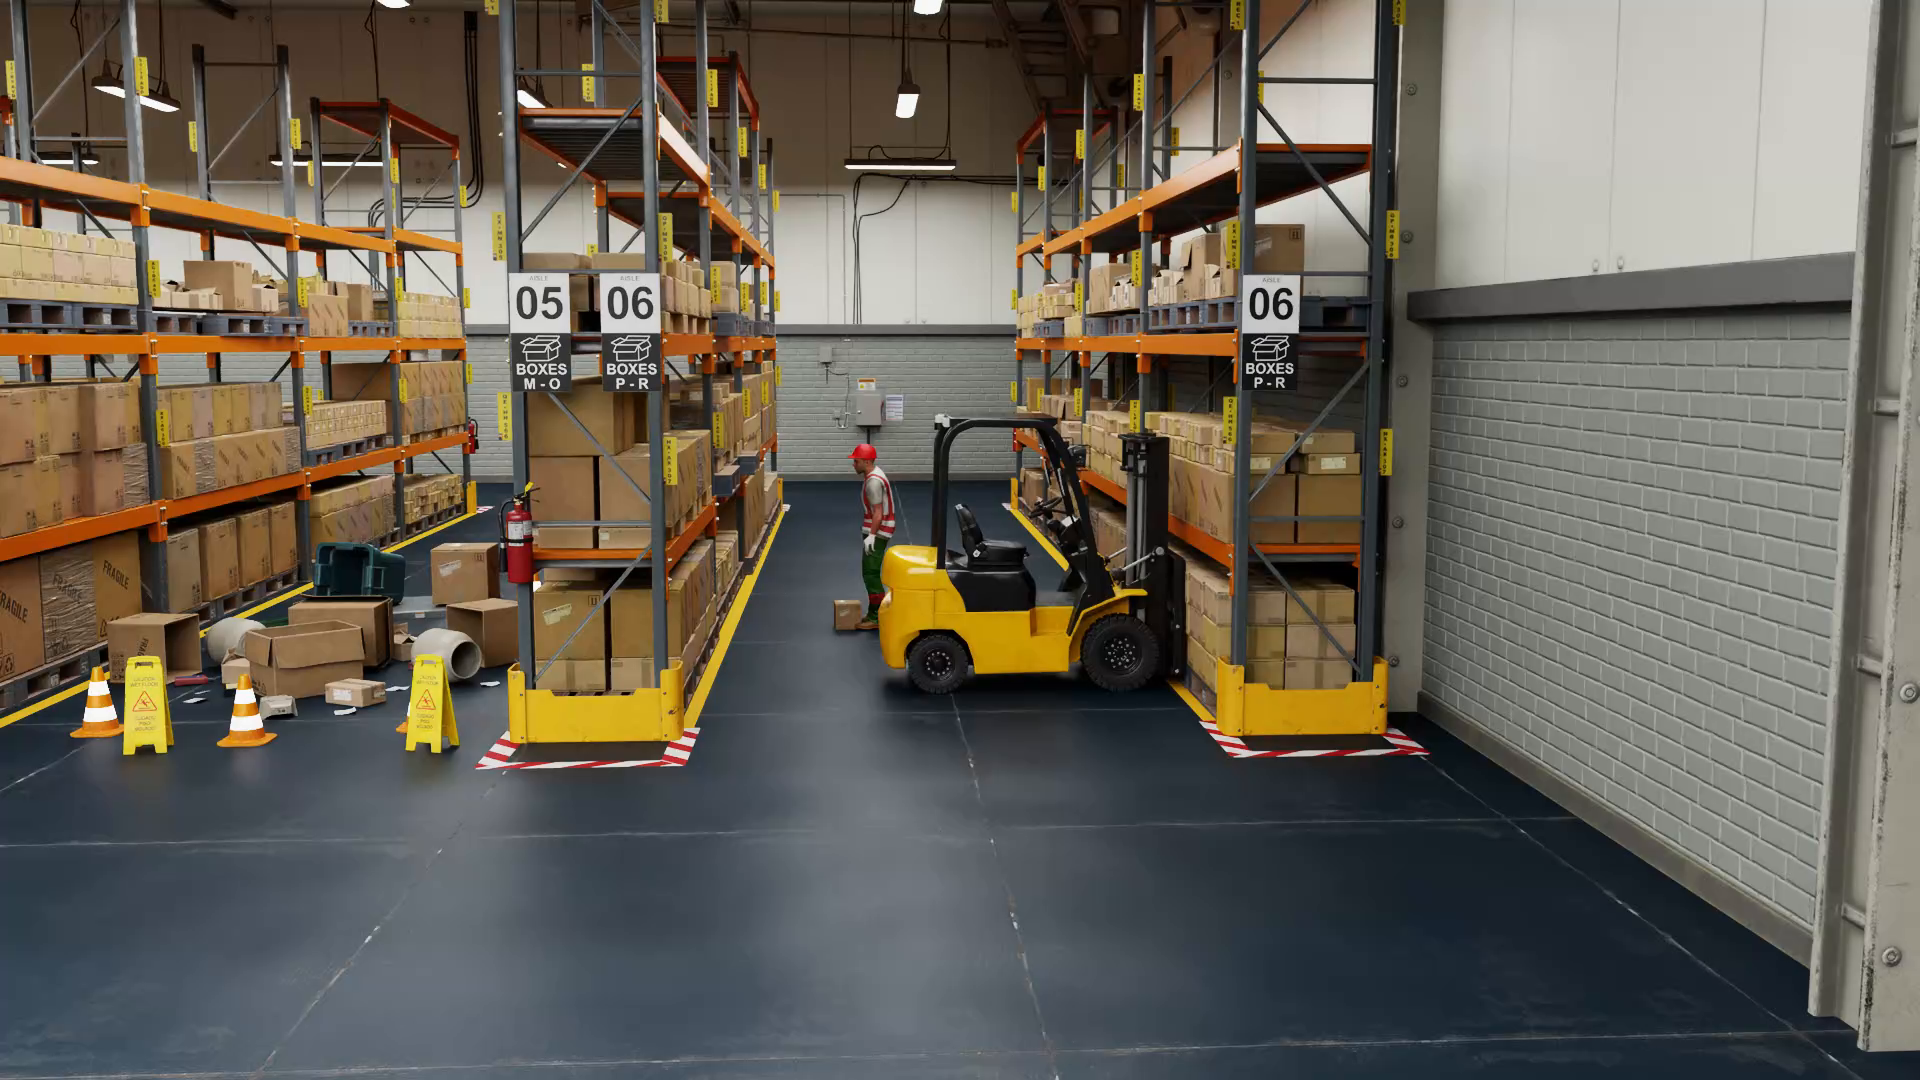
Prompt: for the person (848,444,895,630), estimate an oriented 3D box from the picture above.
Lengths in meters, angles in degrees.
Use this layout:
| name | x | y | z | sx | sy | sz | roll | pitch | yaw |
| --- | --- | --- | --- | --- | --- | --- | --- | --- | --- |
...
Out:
| name | x | y | z | sx | sy | sz | roll | pitch | yaw |
| --- | --- | --- | --- | --- | --- | --- | --- | --- | --- |
| person | -0.853 | -0.037 | 15.993 | 0.452 | 1.778 | 0.603 | -1 | 7 | -4 |
